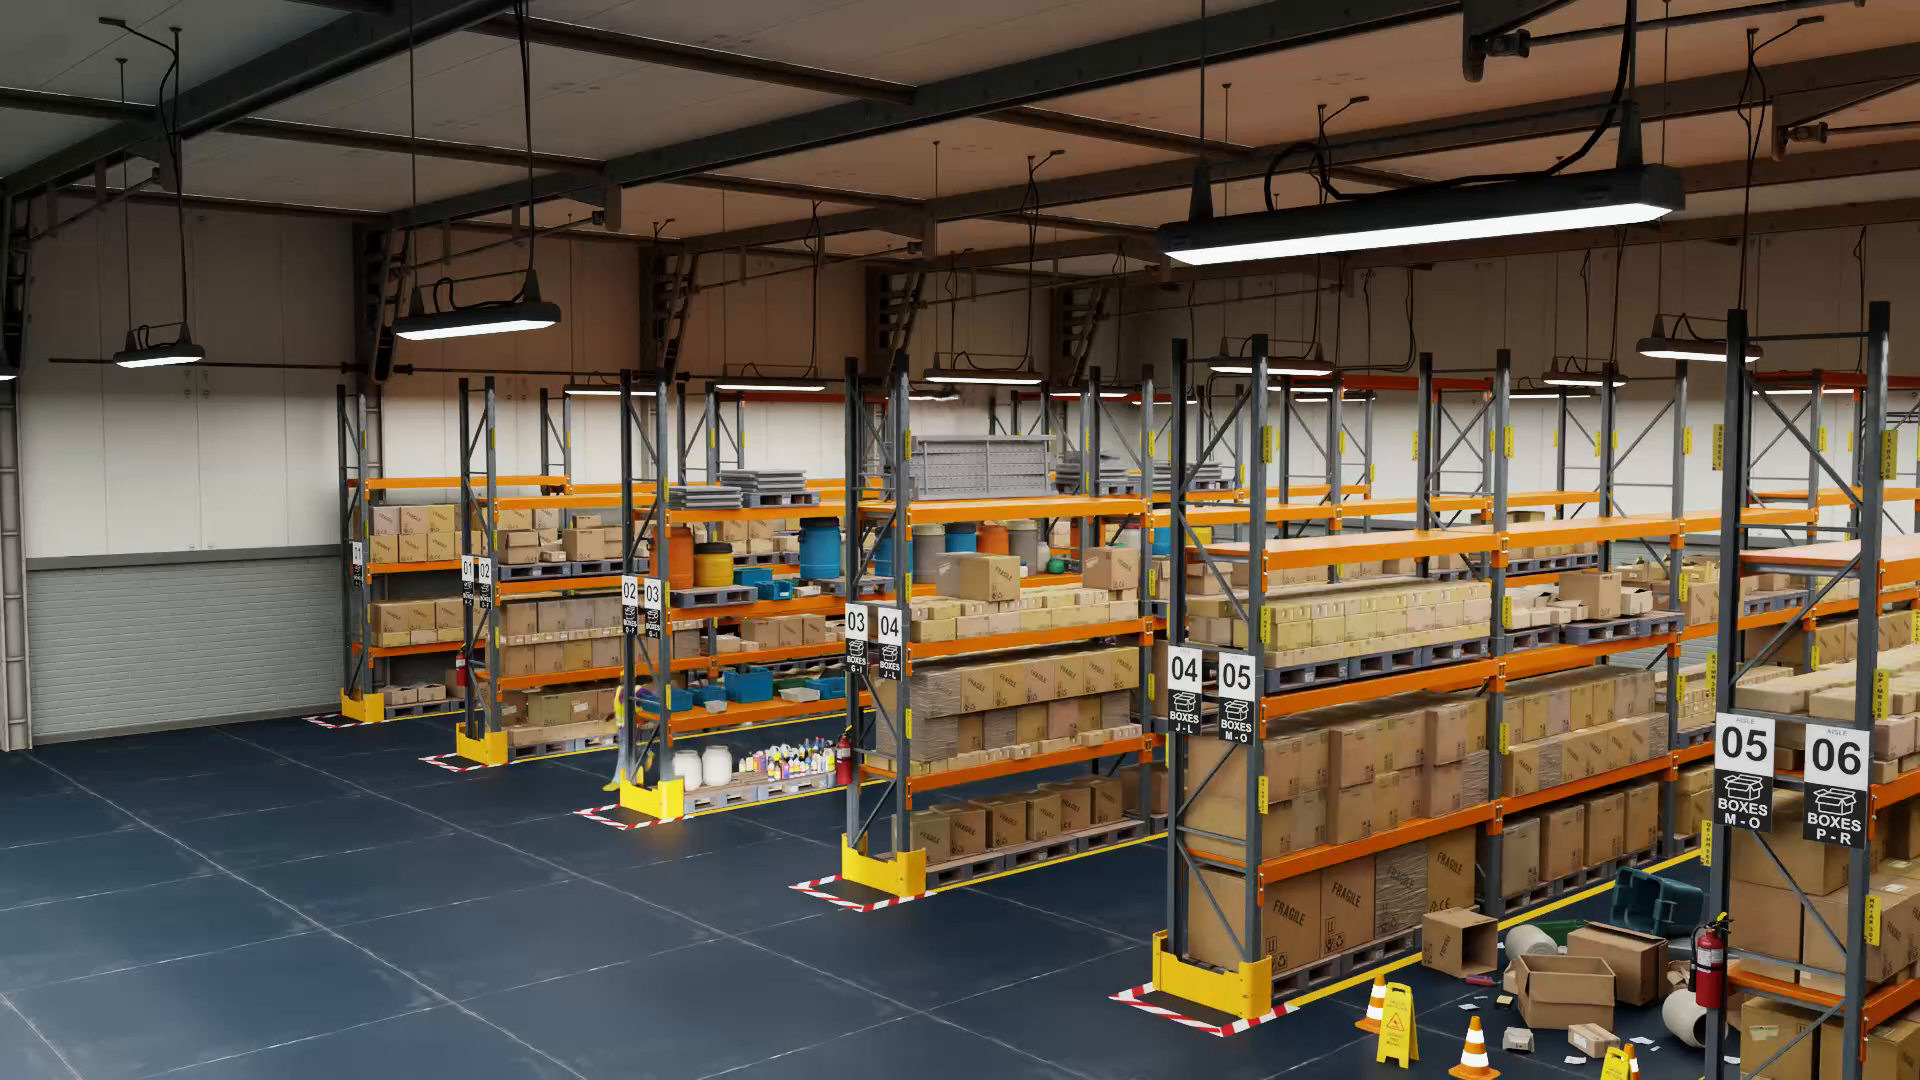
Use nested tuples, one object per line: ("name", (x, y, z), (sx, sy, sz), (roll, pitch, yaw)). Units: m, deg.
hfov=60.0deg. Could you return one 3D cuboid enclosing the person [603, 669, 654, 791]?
("person", (-4.777, 2.710, 24.117), (0.703, 1.740, 1.031), (3, 5, 35))
